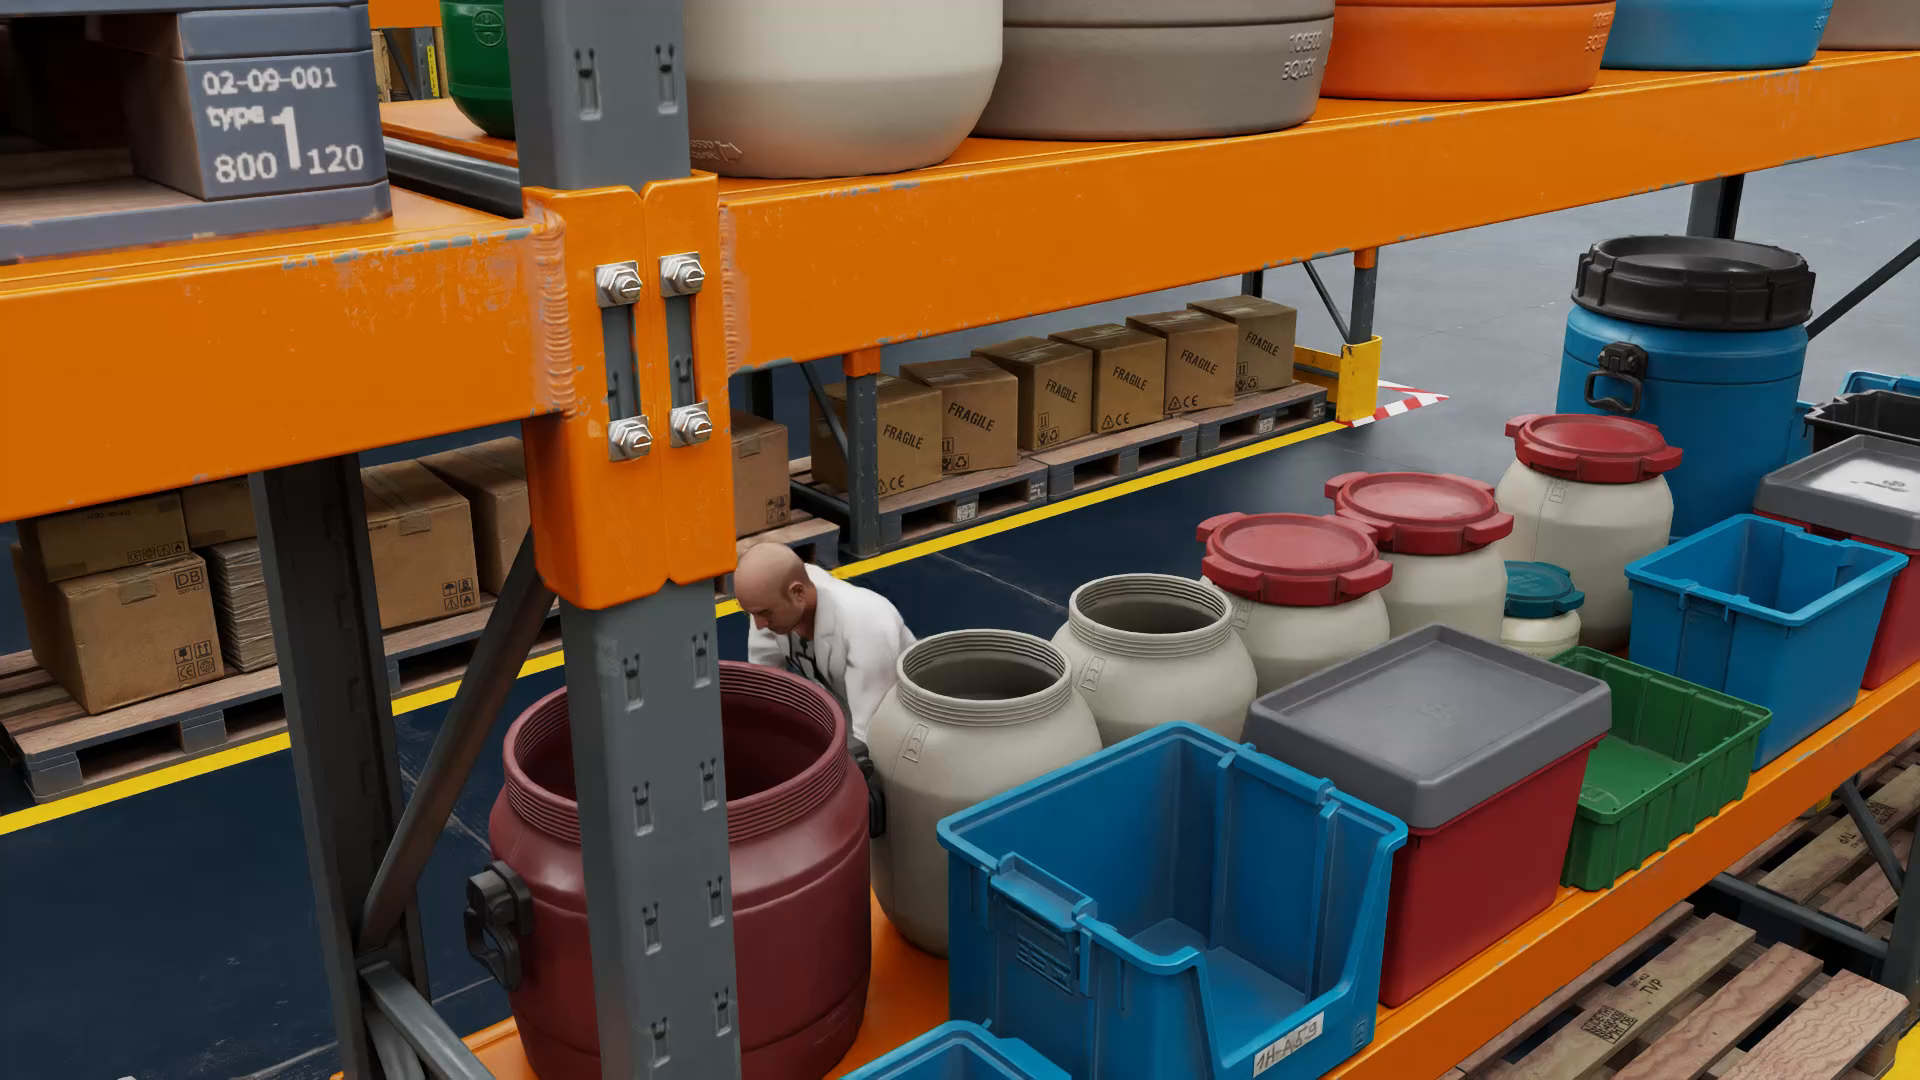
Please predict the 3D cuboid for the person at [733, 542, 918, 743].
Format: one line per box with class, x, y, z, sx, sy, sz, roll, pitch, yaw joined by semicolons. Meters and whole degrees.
person;-0.339;0.630;4.899;0.700;1.454;0.630;-17;26;-37
